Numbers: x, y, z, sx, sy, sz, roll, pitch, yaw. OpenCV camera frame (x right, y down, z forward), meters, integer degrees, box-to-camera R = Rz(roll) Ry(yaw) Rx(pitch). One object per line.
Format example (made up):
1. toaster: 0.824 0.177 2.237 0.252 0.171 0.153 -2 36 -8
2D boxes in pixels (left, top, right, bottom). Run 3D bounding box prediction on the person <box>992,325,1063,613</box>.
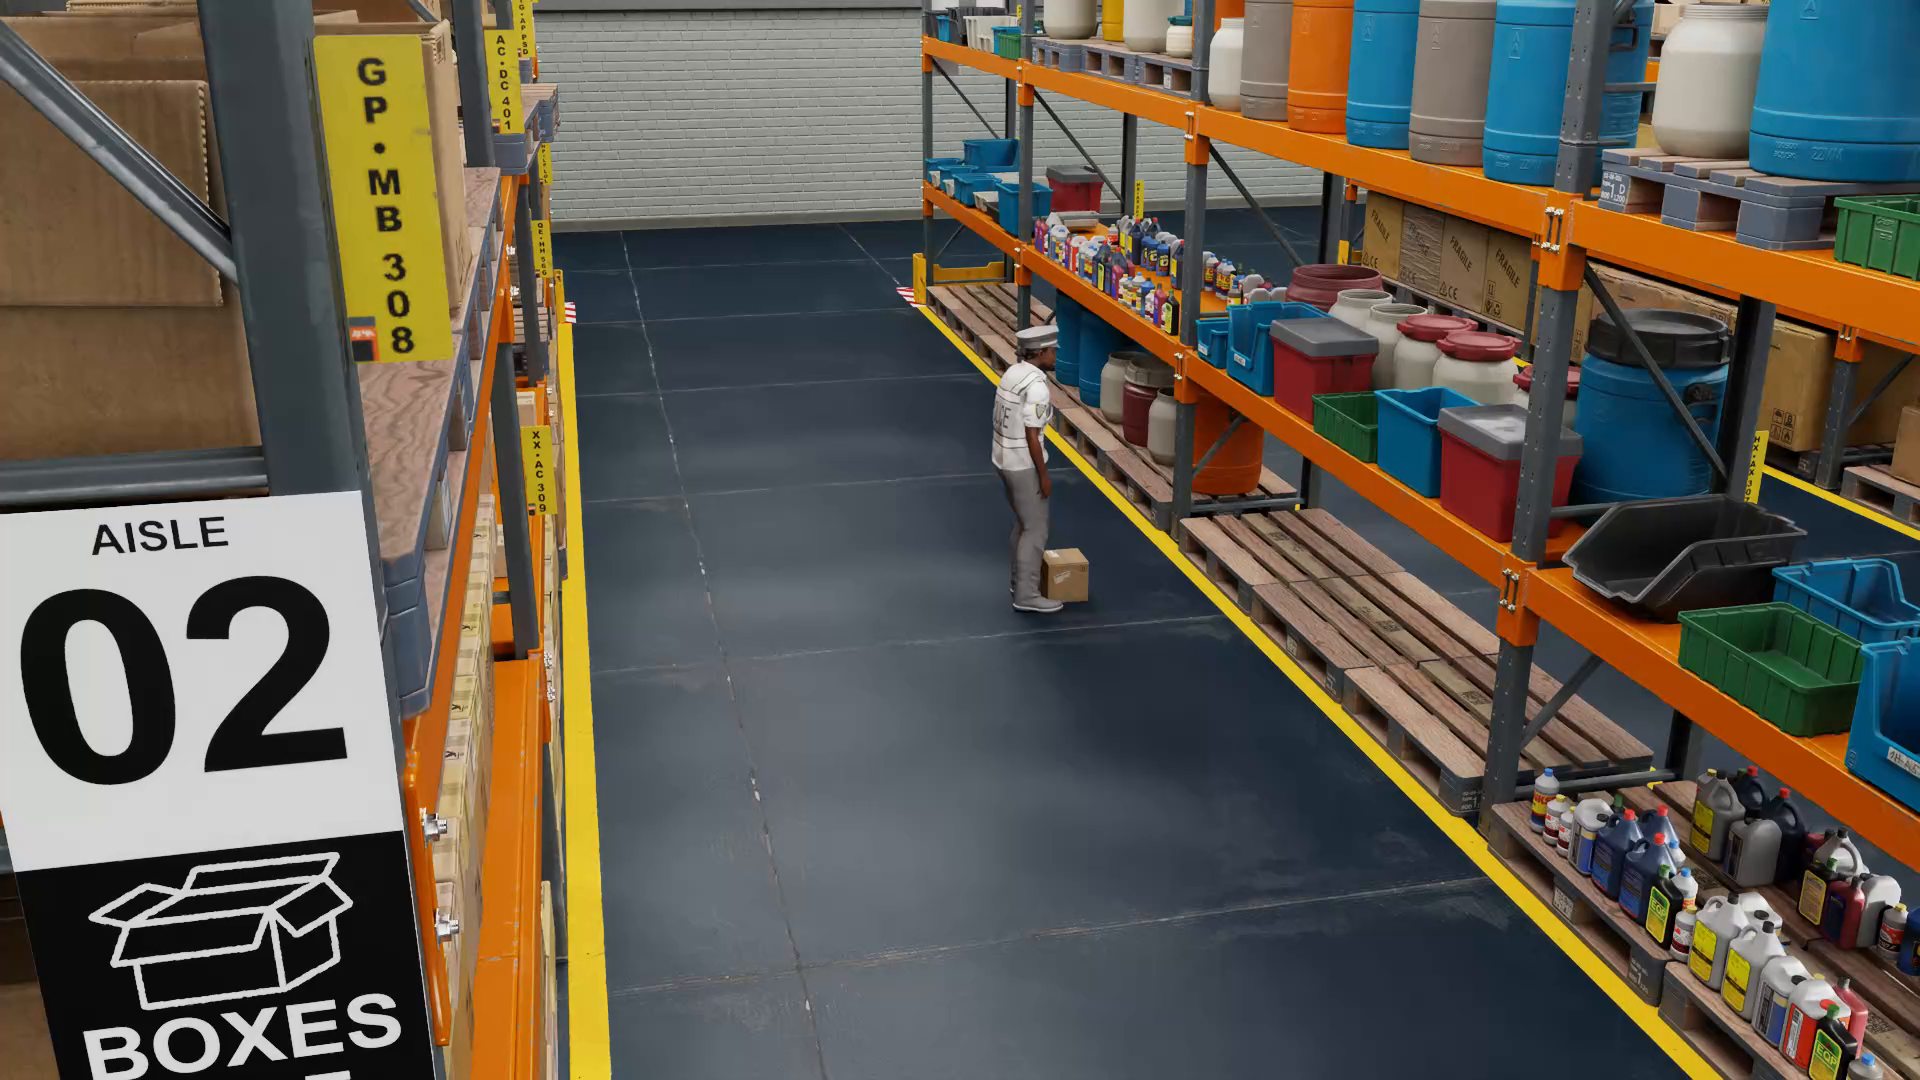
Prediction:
1. person: 0.410 -0.428 9.760 0.418 1.661 0.526 -5 20 -14
